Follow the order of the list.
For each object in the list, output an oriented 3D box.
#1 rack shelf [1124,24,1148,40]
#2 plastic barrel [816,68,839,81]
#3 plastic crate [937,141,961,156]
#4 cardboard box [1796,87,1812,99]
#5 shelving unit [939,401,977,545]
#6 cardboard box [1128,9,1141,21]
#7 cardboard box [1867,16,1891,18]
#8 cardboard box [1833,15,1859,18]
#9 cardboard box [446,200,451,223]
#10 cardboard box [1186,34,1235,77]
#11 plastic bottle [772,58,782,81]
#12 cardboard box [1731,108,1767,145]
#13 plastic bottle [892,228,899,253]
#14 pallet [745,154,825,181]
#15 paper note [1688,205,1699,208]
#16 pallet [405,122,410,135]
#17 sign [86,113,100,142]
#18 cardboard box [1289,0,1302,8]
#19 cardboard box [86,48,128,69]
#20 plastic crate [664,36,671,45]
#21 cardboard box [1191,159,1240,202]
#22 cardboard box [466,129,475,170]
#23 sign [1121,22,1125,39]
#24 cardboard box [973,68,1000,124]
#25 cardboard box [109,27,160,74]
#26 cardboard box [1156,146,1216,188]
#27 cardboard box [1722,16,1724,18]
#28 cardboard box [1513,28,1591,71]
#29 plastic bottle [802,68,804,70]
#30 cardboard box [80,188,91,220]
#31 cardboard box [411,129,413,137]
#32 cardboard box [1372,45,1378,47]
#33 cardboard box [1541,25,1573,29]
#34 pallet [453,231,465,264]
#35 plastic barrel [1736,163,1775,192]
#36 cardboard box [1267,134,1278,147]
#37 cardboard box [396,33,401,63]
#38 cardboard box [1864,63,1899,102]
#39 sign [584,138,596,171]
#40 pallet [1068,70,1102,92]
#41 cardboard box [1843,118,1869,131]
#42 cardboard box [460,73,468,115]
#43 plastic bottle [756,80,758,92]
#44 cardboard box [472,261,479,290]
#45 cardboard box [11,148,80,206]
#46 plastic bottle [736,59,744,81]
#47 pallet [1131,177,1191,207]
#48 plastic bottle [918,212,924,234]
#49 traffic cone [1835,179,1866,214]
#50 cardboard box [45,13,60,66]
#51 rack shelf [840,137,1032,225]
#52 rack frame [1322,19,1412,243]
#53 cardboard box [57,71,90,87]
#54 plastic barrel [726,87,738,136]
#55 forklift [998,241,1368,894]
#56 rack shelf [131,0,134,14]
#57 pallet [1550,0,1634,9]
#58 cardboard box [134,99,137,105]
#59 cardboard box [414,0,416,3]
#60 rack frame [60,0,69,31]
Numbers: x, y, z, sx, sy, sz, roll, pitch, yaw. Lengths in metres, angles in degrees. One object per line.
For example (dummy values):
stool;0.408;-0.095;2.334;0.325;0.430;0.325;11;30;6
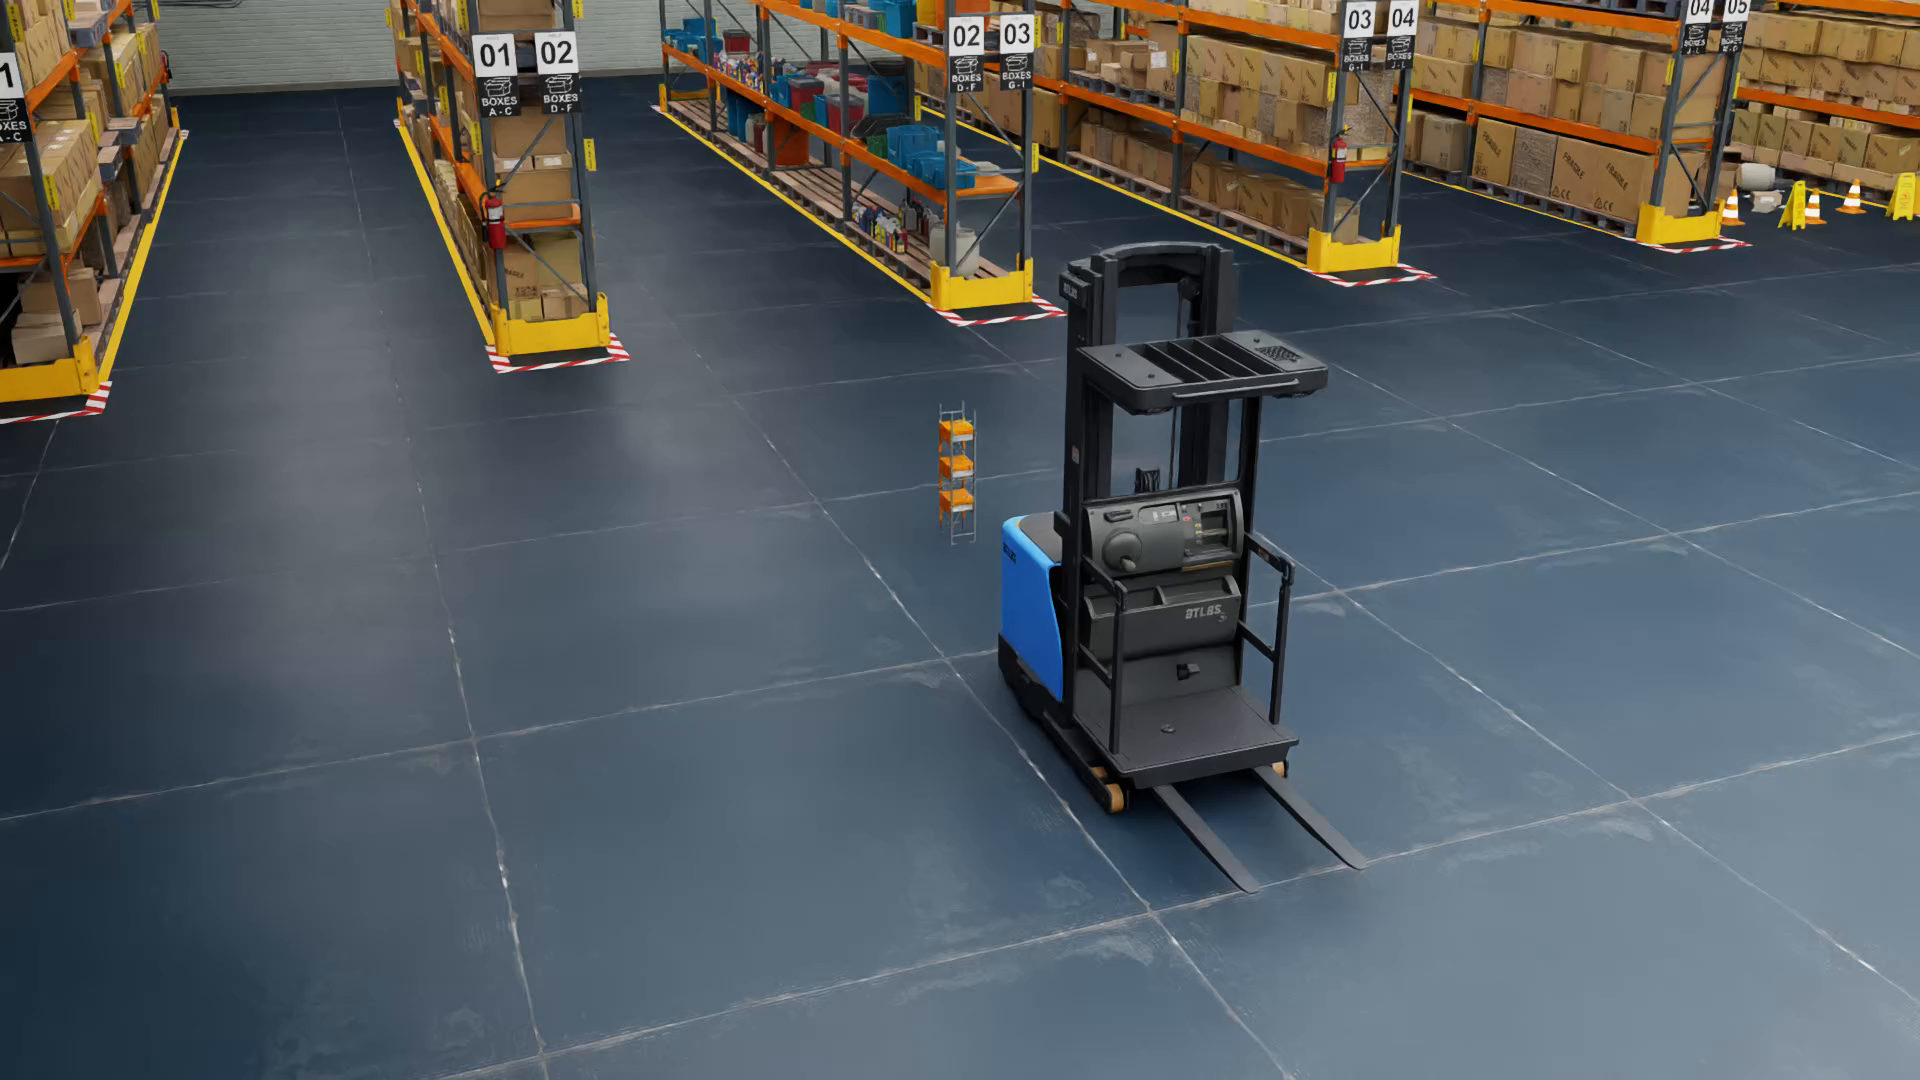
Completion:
rack shelf;4.687;-10.194;34.000;1.077;0.370;4.000;-8;24;-19
plastic barrel;-1.940;-6.729;24.709;0.421;0.512;0.421;0;23;0
plastic crate;-0.280;-4.892;20.834;0.530;0.136;0.437;-8;24;-19
cardboard box;13.069;-6.868;25.505;0.380;0.149;0.250;-8;24;-19
shelving unit;-0.019;-0.503;12.592;0.215;1.050;0.252;-8;24;-19
cardboard box;3.880;-11.234;35.030;0.500;0.500;0.500;-7;24;-16
cardboard box;16.917;-9.552;30.586;0.380;0.149;0.250;-9;24;-20
cardboard box;16.312;-9.565;30.618;0.380;0.149;0.250;-8;24;-18
cardboard box;-6.680;-4.483;22.523;0.500;0.250;0.500;-8;24;-18
cardboard box;3.465;-6.694;22.970;0.500;0.500;0.500;-8;24;-19
plastic bottle;-2.991;-7.694;27.205;0.144;0.351;0.185;-8;24;-19
cardboard box;12.770;-6.628;26.649;0.500;0.500;0.500;-7;24;-16
plastic bottle;-0.794;-3.713;20.629;0.061;0.283;0.133;-8;24;-18
pallet;-2.821;-6.018;26.756;1.003;0.211;1.213;-8;24;-19
paper note;10.681;-4.857;24.237;0.144;0.017;0.142;0;23;-1
pallet;-9.655;-7.648;30.625;1.003;0.211;1.213;-8;24;-19
sign;-9.854;-4.685;18.890;0.100;0.325;0.005;-8;24;-19
cardboard box;4.274;-6.633;20.442;0.380;0.149;0.250;-8;24;-19
cardboard box;-12.062;-6.777;23.465;0.500;0.250;0.500;-8;24;-19
plastic crate;-5.514;-9.572;31.861;0.250;0.136;0.298;-8;24;-19
cardboard box;3.647;-5.139;23.758;0.500;0.500;0.500;-9;25;-21
cardboard box;-5.563;-4.776;20.091;0.700;0.500;0.500;-9;24;-20
sign;2.635;-8.276;27.136;0.100;0.325;0.005;-8;24;-19
cardboard box;0.962;-8.140;30.395;1.225;0.875;0.875;-8;24;-19
cardboard box;-14.141;-8.261;28.102;0.980;0.700;0.700;-9;24;-19
cardboard box;3.347;-5.525;24.649;0.700;0.500;0.500;-10;25;-23
cardboard box;15.368;-10.207;32.757;0.500;0.250;0.500;-10;25;-21
cardboard box;8.621;-7.136;24.235;0.875;0.550;0.550;-8;24;-19
plastic bottle;-2.522;-7.393;26.578;0.061;0.283;0.133;-8;24;-19
cardboard box;-9.368;-3.473;17.296;0.500;0.250;0.500;-8;24;-19
cardboard box;-9.207;-6.982;28.558;0.380;0.149;0.250;-8;24;-19
cardboard box;6.895;-8.007;27.756;0.500;0.500;0.500;-9;24;-19
cardboard box;10.993;-9.364;30.653;0.500;0.250;0.500;-8;24;-19
pallet;-6.022;-3.868;21.655;1.003;0.211;1.213;-8;24;-19
plastic barrel;12.081;-5.510;25.278;0.512;0.421;0.421;8;24;18
cardboard box;4.206;-5.206;21.563;0.380;0.149;0.250;-8;24;-19
cardboard box;-9.693;-8.730;29.471;0.500;0.500;0.500;-8;24;-19
cardboard box;13.605;-6.680;24.224;0.500;0.500;0.500;-8;24;-19
sign;-3.791;-3.946;17.034;0.100;0.325;0.005;-8;24;-19
pallet;2.482;-7.369;26.618;1.213;0.211;1.003;-8;24;-19
cardboard box;13.422;-6.197;24.789;0.380;0.149;0.250;-8;24;-18
cardboard box;-5.563;-5.374;19.839;0.700;0.500;0.500;-8;24;-19
plastic bottle;-3.150;-7.147;26.101;0.097;0.201;0.097;0;23;0
cardboard box;-5.319;-3.061;19.150;0.500;0.250;0.500;-8;24;-19
cardboard box;-9.175;-3.626;16.692;0.500;0.500;0.500;-9;25;-21
plastic bottle;-3.579;-7.682;27.178;0.144;0.351;0.185;-8;24;-19
pallet;3.267;-5.246;24.924;1.003;0.211;1.213;-8;24;-19
plastic bottle;-0.498;-4.115;21.581;0.061;0.283;0.133;-8;24;-19
traffic cone;12.869;-4.965;23.933;0.336;0.463;0.334;-8;24;-19
cardboard box;-9.551;-5.116;17.009;0.500;0.500;0.500;-9;25;-21
rack shelf;-0.384;-4.510;20.515;1.077;0.370;4.000;-8;24;-19
rack frame;4.956;-4.795;20.264;1.000;3.000;0.127;-8;24;-19
cardboard box;-11.494;-5.974;21.532;0.380;0.149;0.250;-13;26;-28
plastic barrel;-3.740;-7.502;28.848;0.600;0.901;0.708;-8;24;-19
forklift;1.216;-0.022;9.028;1.130;2.935;3.031;-8;24;-18
rack shelf;-13.891;-8.894;27.053;1.077;0.370;4.000;-8;24;-19
pallet;8.926;-7.492;22.916;1.003;0.211;1.213;-8;24;-19
cardboard box;-12.467;-6.551;24.728;0.380;0.149;0.250;-8;24;-19
cardboard box;-7.324;-7.926;23.702;0.910;0.500;0.500;-8;24;-19
rack frame;-10.358;-6.974;17.710;1.000;3.000;0.127;-8;24;-19
